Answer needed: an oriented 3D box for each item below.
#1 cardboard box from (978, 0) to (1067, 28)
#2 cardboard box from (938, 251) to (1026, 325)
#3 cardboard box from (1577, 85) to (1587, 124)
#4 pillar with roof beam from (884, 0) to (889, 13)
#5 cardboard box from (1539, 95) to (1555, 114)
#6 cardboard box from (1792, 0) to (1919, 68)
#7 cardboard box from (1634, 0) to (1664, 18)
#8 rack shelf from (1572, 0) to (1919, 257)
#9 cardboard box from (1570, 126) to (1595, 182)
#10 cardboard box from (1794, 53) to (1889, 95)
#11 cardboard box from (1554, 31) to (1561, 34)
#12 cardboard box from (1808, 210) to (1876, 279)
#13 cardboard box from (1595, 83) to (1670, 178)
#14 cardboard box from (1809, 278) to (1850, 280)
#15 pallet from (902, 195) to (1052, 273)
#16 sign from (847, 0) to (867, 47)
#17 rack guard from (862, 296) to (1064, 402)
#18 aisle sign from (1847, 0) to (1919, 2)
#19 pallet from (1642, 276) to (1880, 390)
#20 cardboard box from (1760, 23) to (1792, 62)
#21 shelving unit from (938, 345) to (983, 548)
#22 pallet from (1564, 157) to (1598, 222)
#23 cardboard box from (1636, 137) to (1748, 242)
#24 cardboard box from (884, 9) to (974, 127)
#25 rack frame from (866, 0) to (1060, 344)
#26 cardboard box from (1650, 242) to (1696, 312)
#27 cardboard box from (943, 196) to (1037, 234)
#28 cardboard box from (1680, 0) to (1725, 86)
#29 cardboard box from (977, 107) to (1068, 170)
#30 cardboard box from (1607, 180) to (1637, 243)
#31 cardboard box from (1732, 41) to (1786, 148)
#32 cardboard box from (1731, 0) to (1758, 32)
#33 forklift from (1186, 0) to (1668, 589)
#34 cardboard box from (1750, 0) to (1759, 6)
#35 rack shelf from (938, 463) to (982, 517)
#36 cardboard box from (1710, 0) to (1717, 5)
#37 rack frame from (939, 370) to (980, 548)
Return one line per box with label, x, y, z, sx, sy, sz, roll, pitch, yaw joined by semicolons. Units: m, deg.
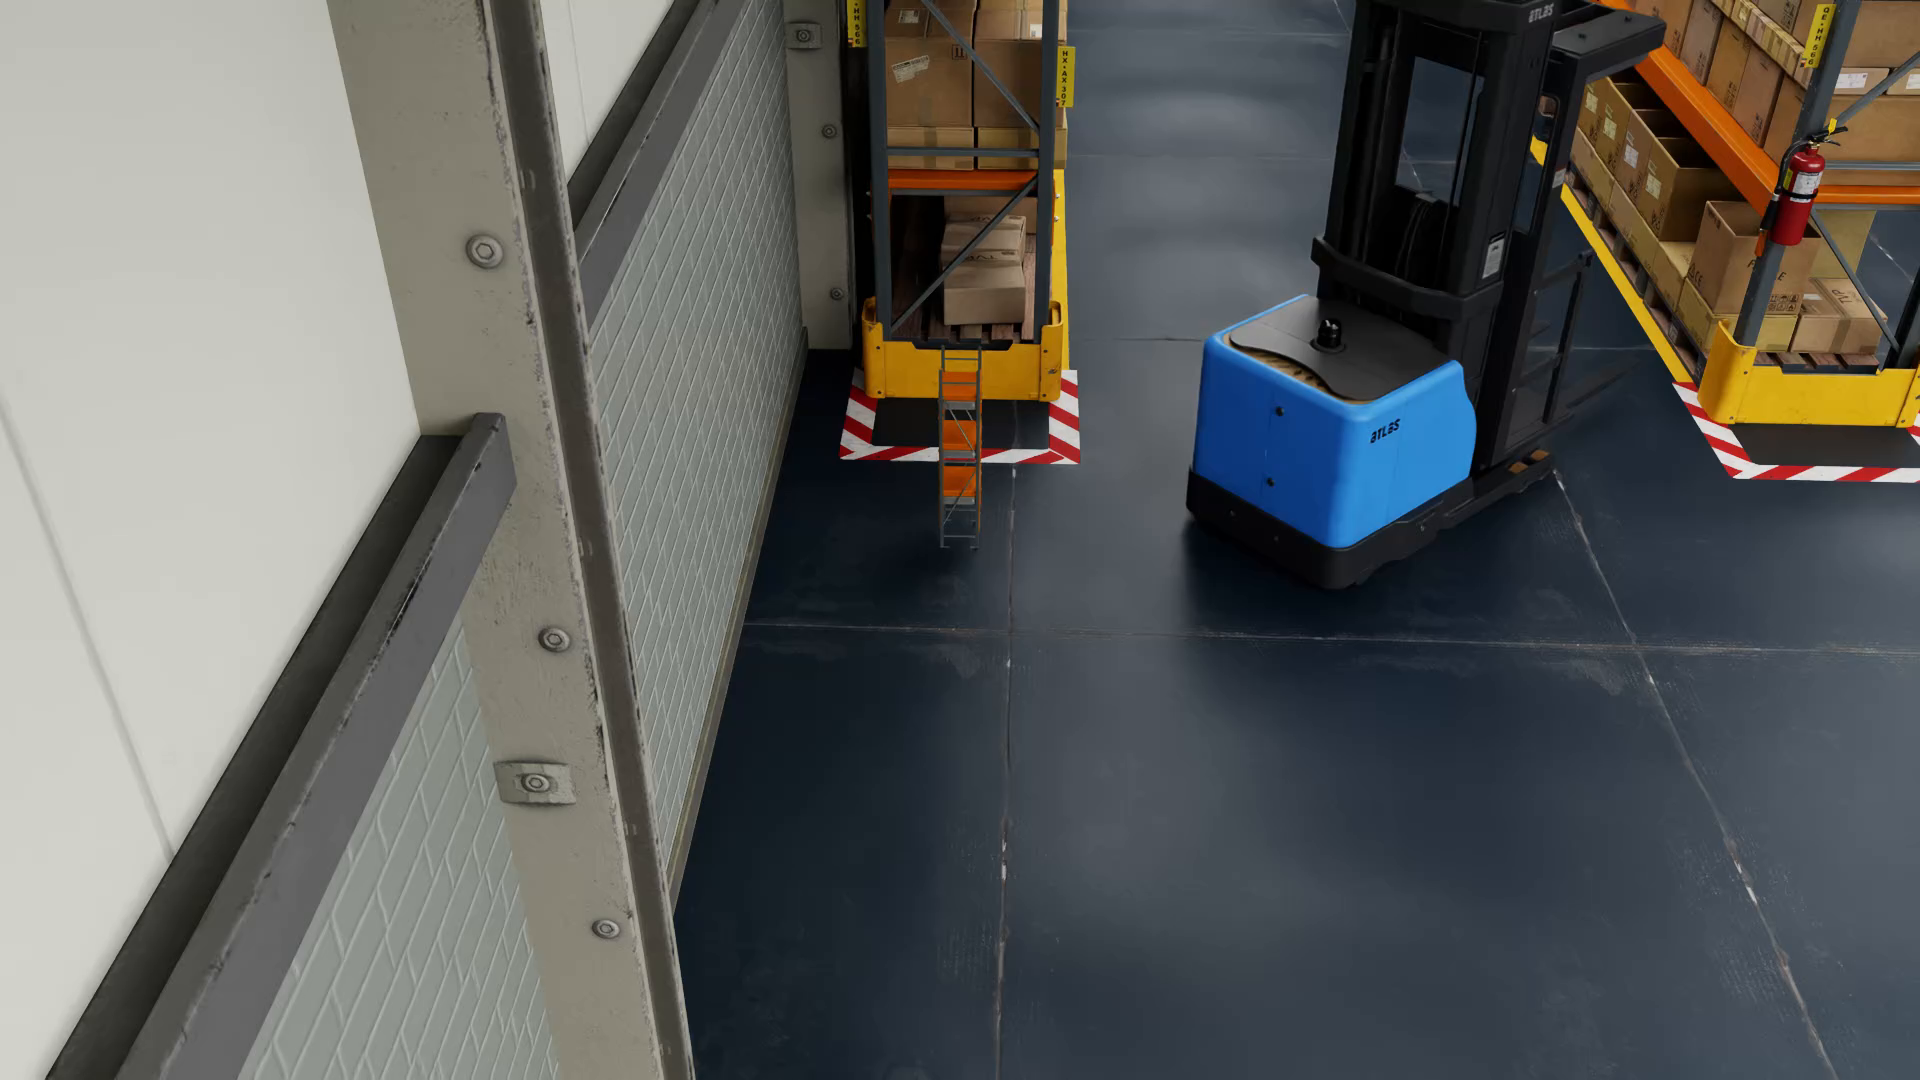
cardboard box;0.364;-2.920;9.703;0.500;0.500;0.500;1;35;2
cardboard box;0.132;-1.591;10.307;0.500;0.311;0.500;-2;35;-3
cardboard box;4.793;-3.396;12.293;0.500;0.500;0.500;1;35;2
pillar with roof beam;3.721;-8.340;12.737;9.100;9.000;0.400;1;35;2
cardboard box;4.852;-3.593;13.226;0.500;0.250;0.500;1;35;1
cardboard box;4.998;-2.873;8.960;0.700;0.500;0.500;1;35;2
cardboard box;5.098;-3.784;11.385;0.700;0.500;0.500;1;35;1
rack shelf;5.044;-2.858;10.780;1.077;0.370;4.000;1;35;2
cardboard box;4.778;-2.802;12.100;0.500;0.250;0.500;1;35;2
cardboard box;4.789;-2.534;9.041;0.380;0.149;0.250;1;35;1
cardboard box;4.855;-3.817;13.057;0.500;0.311;0.500;1;35;2
cardboard box;5.226;-1.947;10.232;0.500;0.500;0.500;1;35;2
cardboard box;4.753;-2.821;11.476;0.500;0.500;0.500;1;35;2
cardboard box;5.224;-1.641;10.447;0.500;0.250;0.500;1;35;2
pallet;0.137;-2.184;11.619;1.003;0.211;1.213;1;35;2
sign;-0.540;-2.743;8.708;0.100;0.325;0.005;1;35;2
rack guard;0.017;-1.137;9.878;1.175;0.500;0.348;1;35;2
aisle sign;4.668;-3.036;8.146;0.394;0.787;0.004;1;35;2
pallet;4.953;-1.303;10.366;1.003;0.211;1.213;1;35;2
cardboard box;4.808;-2.831;9.464;0.380;0.149;0.250;1;35;1
shelving unit;0.002;-0.460;8.438;0.215;1.050;0.252;1;35;2
pallet;5.051;-2.705;12.361;1.003;0.211;1.213;1;35;2
cardboard box;4.714;-2.247;10.658;0.500;0.500;0.500;1;35;2
cardboard box;-0.179;-2.645;9.311;0.500;0.500;0.500;1;35;1
rack frame;0.014;-2.116;9.097;1.000;3.000;0.127;1;35;2
cardboard box;4.698;-1.653;10.465;0.500;0.250;0.500;1;35;2
cardboard box;0.234;-2.416;11.316;0.700;0.500;0.500;-1;35;-1
cardboard box;5.055;-3.202;10.556;0.700;0.500;0.500;2;35;3
cardboard box;0.351;-2.336;9.523;0.500;0.250;0.500;0;35;1
cardboard box;4.739;-2.227;11.282;0.500;0.250;0.500;1;35;2
cardboard box;5.012;-2.614;9.720;0.700;0.500;0.500;2;35;3
cardboard box;4.831;-3.126;9.884;0.380;0.149;0.250;2;35;3
forklift;2.650;-1.664;8.514;3.031;2.935;1.130;-26;43;-32
cardboard box;5.033;-3.465;9.803;0.700;0.500;0.500;1;35;2
rack shelf;0.002;-0.224;8.603;0.215;0.259;0.240;1;35;2
cardboard box;4.849;-3.425;10.309;0.380;0.149;0.250;1;35;1
rack frame;-0.003;-0.390;8.338;0.200;1.050;0.008;1;35;2
